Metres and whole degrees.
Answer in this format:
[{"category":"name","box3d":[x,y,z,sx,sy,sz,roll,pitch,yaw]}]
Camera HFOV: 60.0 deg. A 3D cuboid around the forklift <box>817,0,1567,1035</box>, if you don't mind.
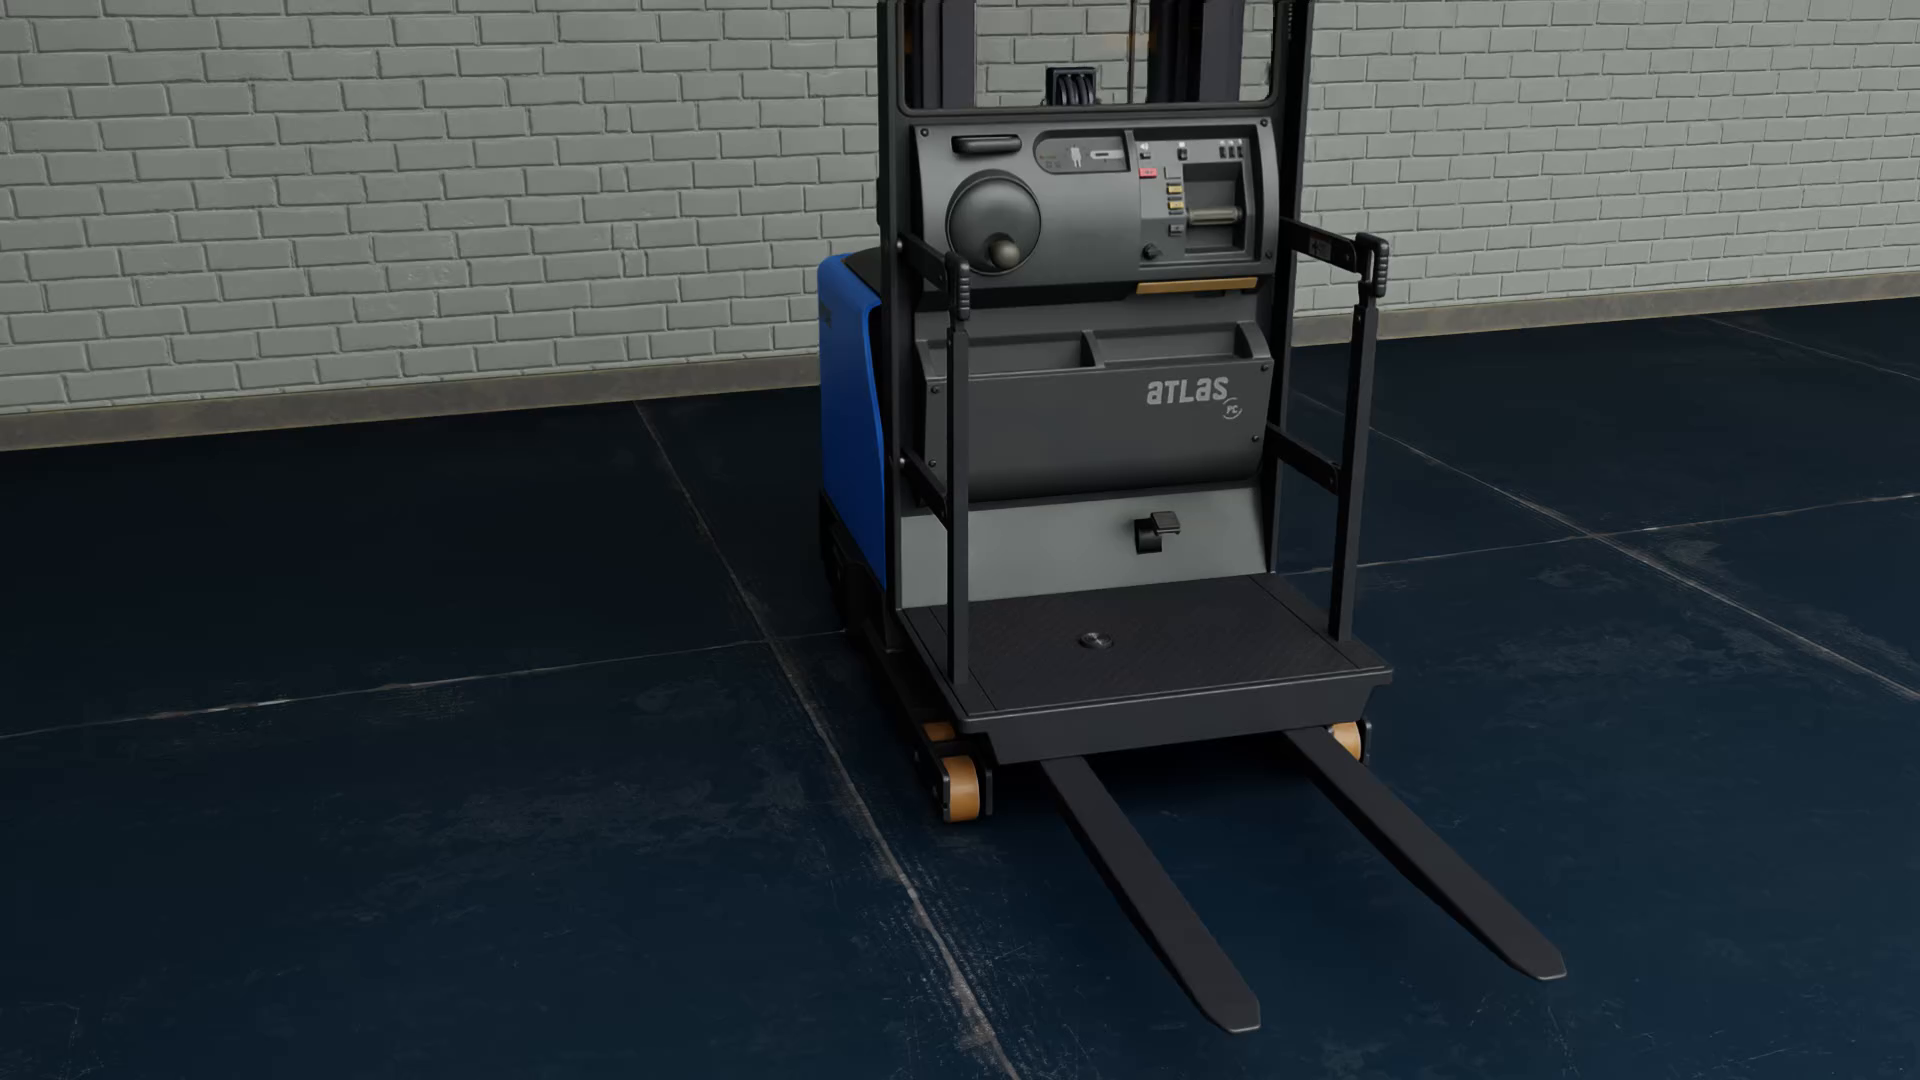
[{"category":"forklift","box3d":[0.404,-0.840,3.918,1.130,2.935,3.031,-5,20,-14]}]
